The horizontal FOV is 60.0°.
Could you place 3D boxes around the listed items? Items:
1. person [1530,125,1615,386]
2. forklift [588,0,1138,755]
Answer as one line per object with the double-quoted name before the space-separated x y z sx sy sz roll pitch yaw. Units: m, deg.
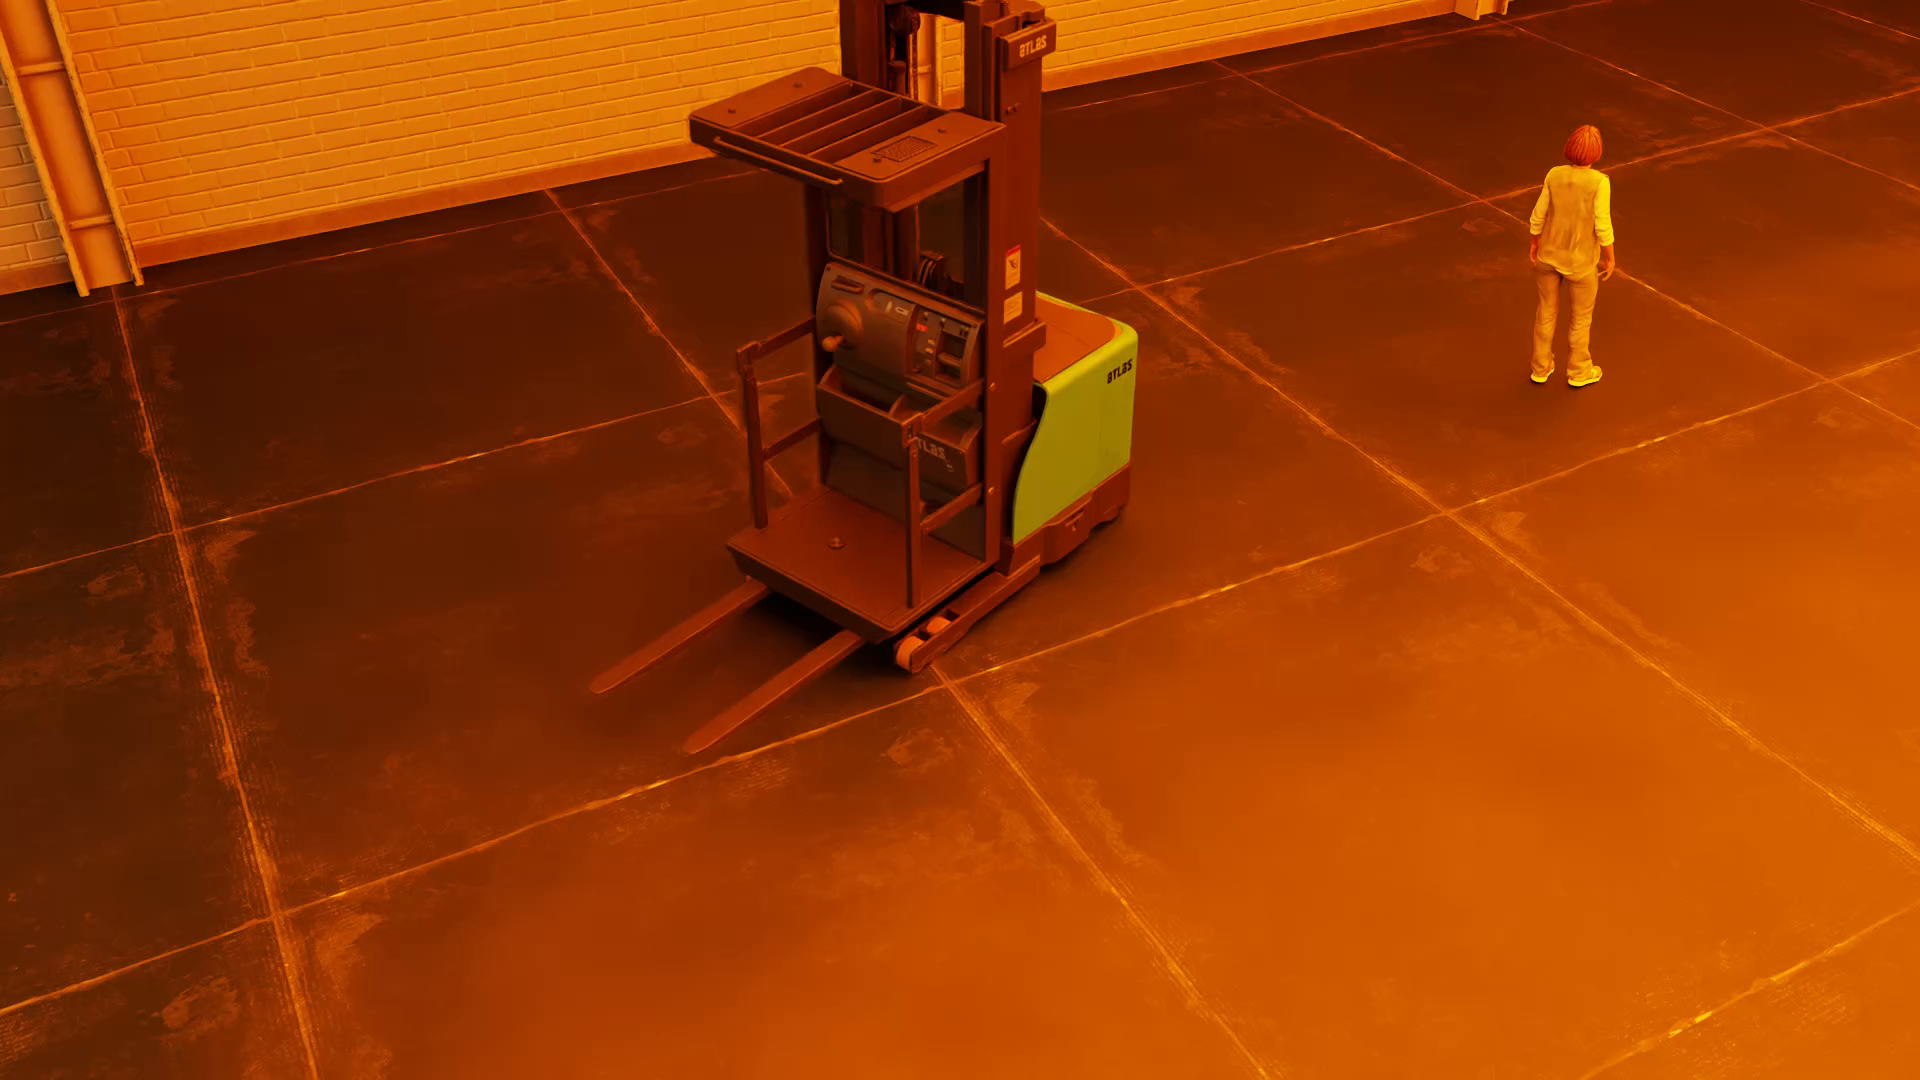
"person" 3.543 -1.601 9.611 0.520 1.504 0.475 28 44 33
"forklift" -0.421 -0.905 7.403 1.130 2.935 3.031 26 43 31
